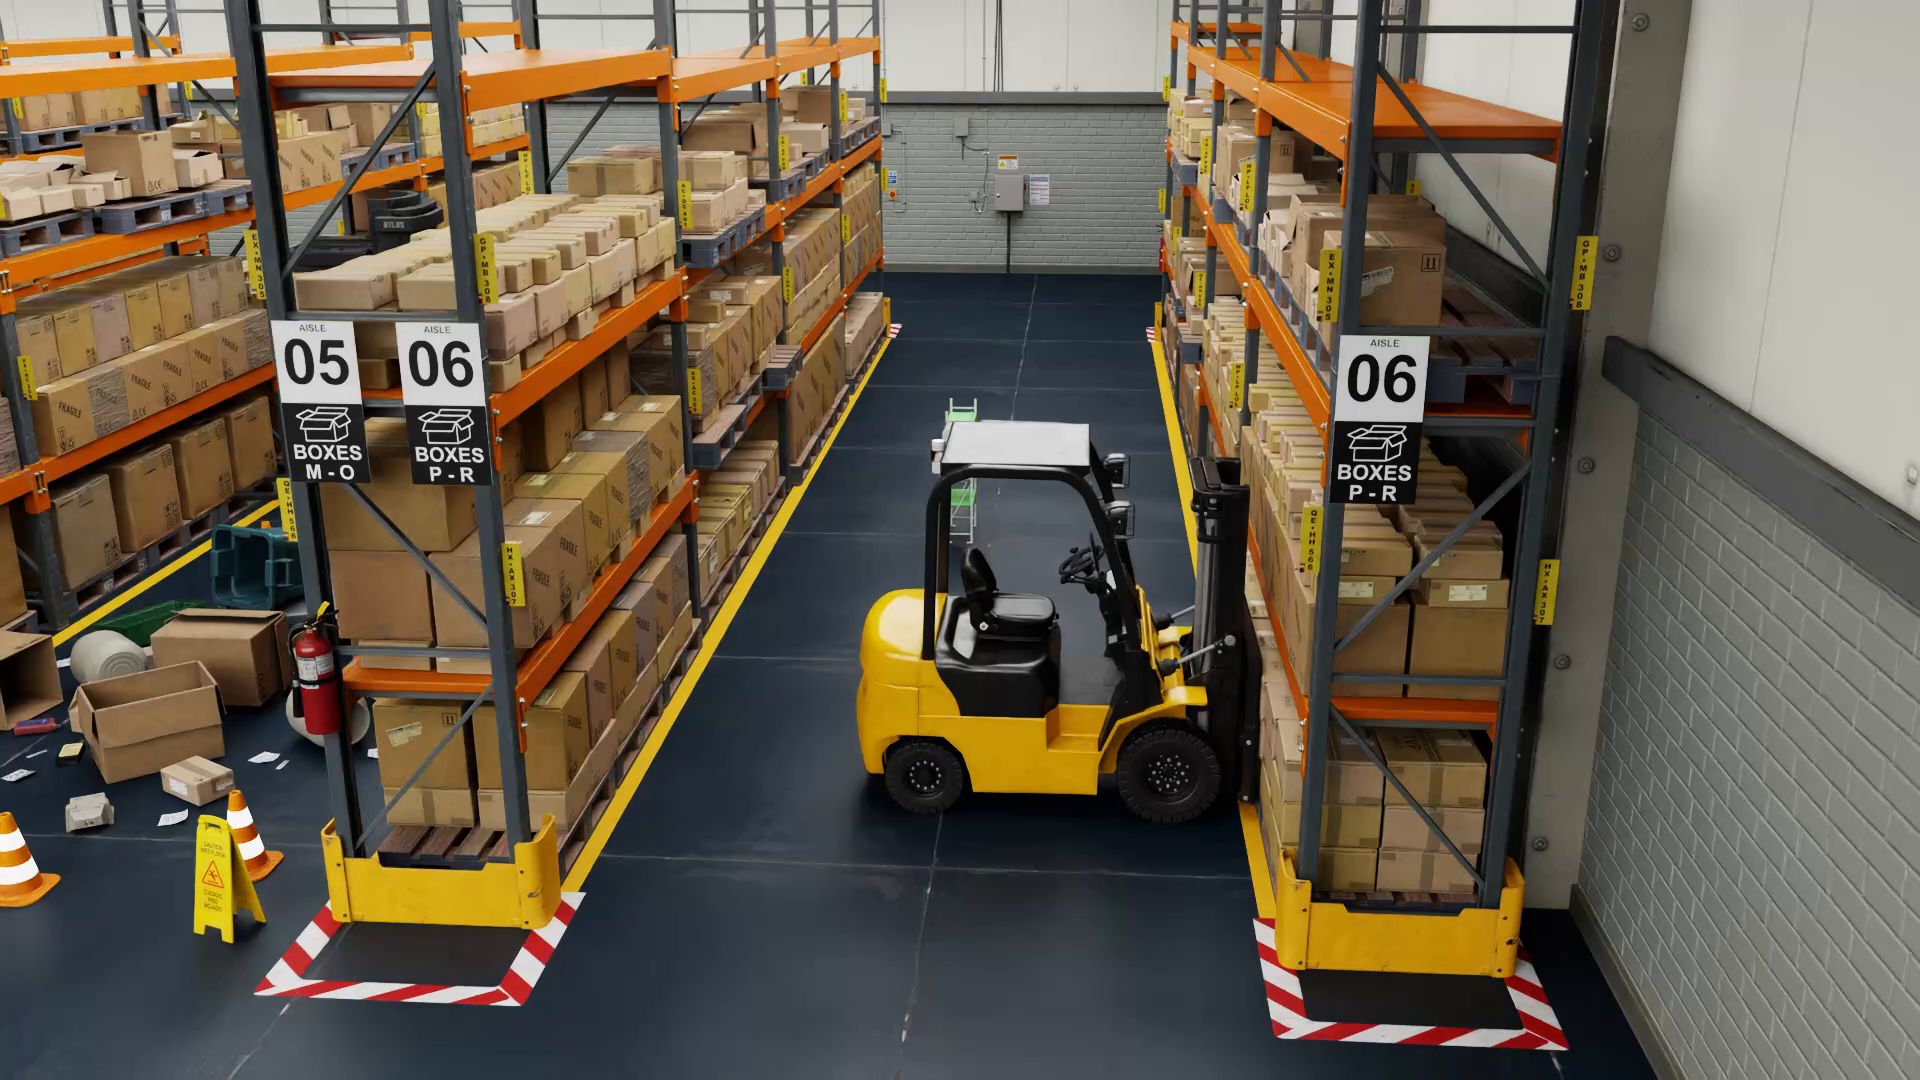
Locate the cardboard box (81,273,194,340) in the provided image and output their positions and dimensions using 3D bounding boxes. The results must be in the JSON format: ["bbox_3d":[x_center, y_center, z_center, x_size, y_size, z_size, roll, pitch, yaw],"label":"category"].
[{"bbox_3d":[-7.229,-2.060,14.626,0.700,0.500,0.500,1,18,3],"label":"cardboard box"}]

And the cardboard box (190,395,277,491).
[{"bbox_3d":[-7.250,-0.936,15.901,1.050,0.750,0.750,1,18,3],"label":"cardboard box"}]

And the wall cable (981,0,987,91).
[{"bbox_3d":[-0.722,-9.005,27.952,2.355,3.000,0.029,1,18,4],"label":"wall cable"}]

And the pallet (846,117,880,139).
[{"bbox_3d":[-1.642,-5.551,22.372,1.003,0.211,1.213,1,18,4],"label":"pallet"}]

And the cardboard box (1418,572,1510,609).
[{"bbox_3d":[2.488,0.225,8.216,0.380,0.149,0.250,1,18,3],"label":"cardboard box"}]

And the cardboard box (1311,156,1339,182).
[{"bbox_3d":[2.982,-3.175,14.383,0.500,0.250,0.500,1,18,4],"label":"cardboard box"}]

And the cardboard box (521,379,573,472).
[{"bbox_3d":[-2.775,-0.726,10.078,0.700,0.500,0.500,1,18,4],"label":"cardboard box"}]

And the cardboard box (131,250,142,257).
[{"bbox_3d":[-11.290,-3.907,22.434,0.380,0.149,0.250,2,18,5],"label":"cardboard box"}]

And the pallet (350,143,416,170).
[{"bbox_3d":[-6.981,-4.382,18.963,1.213,0.211,1.003,1,18,4],"label":"pallet"}]

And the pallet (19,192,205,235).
[{"bbox_3d":[-7.187,-2.780,14.076,1.003,0.211,1.213,2,18,6],"label":"pallet"}]

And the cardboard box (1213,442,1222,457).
[{"bbox_3d":[2.681,-0.479,14.706,0.875,0.625,0.625,2,18,6],"label":"cardboard box"}]

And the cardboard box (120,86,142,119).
[{"bbox_3d":[-11.628,-6.005,22.619,0.700,0.500,0.500,1,18,2],"label":"cardboard box"}]

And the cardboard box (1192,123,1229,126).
[{"bbox_3d":[2.646,-4.334,17.607,0.380,0.149,0.250,2,18,5],"label":"cardboard box"}]

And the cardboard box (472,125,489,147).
[{"bbox_3d":[-6.409,-5.206,21.419,0.500,0.250,0.500,2,18,6],"label":"cardboard box"}]

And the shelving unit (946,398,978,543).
[{"bbox_3d":[0.012,-0.622,14.893,0.258,1.200,0.503,1,18,4],"label":"shelving unit"}]

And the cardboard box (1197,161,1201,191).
[{"bbox_3d":[2.644,-3.635,16.622,0.500,0.250,0.500,1,18,4],"label":"cardboard box"}]

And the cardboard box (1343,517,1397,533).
[{"bbox_3d":[2.007,-0.010,8.456,0.380,0.149,0.250,1,18,4],"label":"cardboard box"}]

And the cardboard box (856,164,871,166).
[{"bbox_3d":[-1.419,-5.034,22.661,0.380,0.149,0.250,2,18,5],"label":"cardboard box"}]

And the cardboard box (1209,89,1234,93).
[{"bbox_3d":[3.599,-5.878,22.186,0.500,0.250,0.500,1,18,2],"label":"cardboard box"}]

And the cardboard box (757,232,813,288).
[{"bbox_3d":[-1.815,-2.899,17.186,0.500,0.500,0.500,2,18,5],"label":"cardboard box"}]

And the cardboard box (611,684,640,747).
[{"bbox_3d":[-2.342,1.106,10.473,0.500,0.250,0.500,3,18,8],"label":"cardboard box"}]

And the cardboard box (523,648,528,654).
[{"bbox_3d":[-2.511,0.511,8.951,0.380,0.149,0.250,2,18,5],"label":"cardboard box"}]

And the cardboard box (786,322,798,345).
[{"bbox_3d":[-1.886,-1.989,16.416,0.500,0.250,0.500,1,18,3],"label":"cardboard box"}]

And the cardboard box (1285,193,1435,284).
[{"bbox_3d":[2.247,-1.681,9.417,0.797,0.503,0.637,2,18,6],"label":"cardboard box"}]

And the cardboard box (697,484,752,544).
[{"bbox_3d":[-2.328,-0.225,14.337,0.950,0.372,0.625,2,18,6],"label":"cardboard box"}]

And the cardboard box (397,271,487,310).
[{"bbox_3d":[-2.517,-1.220,8.134,0.380,0.149,0.250,1,18,4],"label":"cardboard box"}]

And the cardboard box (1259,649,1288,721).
[{"bbox_3d":[1.984,0.847,9.657,0.500,0.250,0.500,2,18,5],"label":"cardboard box"}]

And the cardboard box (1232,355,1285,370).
[{"bbox_3d":[2.333,-1.349,13.019,0.380,0.149,0.250,1,18,3],"label":"cardboard box"}]

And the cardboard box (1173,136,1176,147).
[{"bbox_3d":[2.891,-5.027,21.034,0.380,0.149,0.250,1,18,4],"label":"cardboard box"}]

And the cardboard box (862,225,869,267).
[{"bbox_3d":[-1.472,-3.814,21.585,0.500,0.500,0.500,2,18,6],"label":"cardboard box"}]

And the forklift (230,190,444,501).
[{"bbox_3d":[-5.570,-1.711,15.438,3.031,2.935,1.130,-1,18,-2],"label":"forklift"}]

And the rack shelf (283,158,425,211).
[{"bbox_3d":[-6.974,-3.698,17.728,1.077,0.370,4.000,1,18,4],"label":"rack shelf"}]

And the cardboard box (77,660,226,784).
[{"bbox_3d":[-5.145,1.155,10.589,0.797,0.503,0.637,-13,22,-34],"label":"cardboard box"}]

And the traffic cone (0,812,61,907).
[{"bbox_3d":[-5.133,1.695,9.007,0.336,0.463,0.334,1,18,4],"label":"traffic cone"}]

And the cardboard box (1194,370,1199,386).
[{"bbox_3d":[2.685,-1.694,17.575,0.380,0.149,0.250,0,18,1],"label":"cardboard box"}]

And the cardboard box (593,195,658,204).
[{"bbox_3d":[-2.264,-2.253,11.287,0.380,0.149,0.250,2,18,5],"label":"cardboard box"}]

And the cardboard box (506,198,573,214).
[{"bbox_3d":[-2.797,-2.184,11.078,0.380,0.149,0.250,2,18,6],"label":"cardboard box"}]

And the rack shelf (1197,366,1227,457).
[{"bbox_3d":[2.635,-0.841,13.828,1.077,0.370,4.000,1,18,4],"label":"rack shelf"}]

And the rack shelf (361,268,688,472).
[{"bbox_3d":[-2.603,-1.134,9.904,1.077,0.370,4.000,1,18,4],"label":"rack shelf"}]

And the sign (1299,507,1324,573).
[{"bbox_3d":[1.665,0.001,7.862,0.100,0.325,0.005,1,18,4],"label":"sign"}]

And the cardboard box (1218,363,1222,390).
[{"bbox_3d":[2.399,-1.361,13.698,0.500,0.250,0.500,2,18,5],"label":"cardboard box"}]

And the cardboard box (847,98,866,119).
[{"bbox_3d":[-1.541,-5.858,22.572,0.500,0.250,0.500,0,18,-1],"label":"cardboard box"}]

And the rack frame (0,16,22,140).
[{"bbox_3d":[-11.770,-6.228,19.478,1.000,3.000,0.127,1,18,4],"label":"rack frame"}]

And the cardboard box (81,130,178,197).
[{"bbox_3d":[-6.962,-3.167,13.957,0.500,0.500,0.500,1,18,4],"label":"cardboard box"}]

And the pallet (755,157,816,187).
[{"bbox_3d":[-2.102,-3.798,17.183,1.003,0.211,1.213,2,18,6],"label":"pallet"}]

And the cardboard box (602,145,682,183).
[{"bbox_3d":[-2.494,-2.963,13.095,0.500,0.250,0.500,2,18,5],"label":"cardboard box"}]

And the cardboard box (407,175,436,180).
[{"bbox_3d":[-6.984,-4.371,21.200,0.500,0.500,0.500,2,18,5],"label":"cardboard box"}]

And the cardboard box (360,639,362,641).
[{"bbox_3d":[-3.025,0.488,9.019,0.380,0.149,0.250,1,18,3],"label":"cardboard box"}]

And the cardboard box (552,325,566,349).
[{"bbox_3d":[-2.407,-1.156,9.220,0.380,0.149,0.250,1,18,2],"label":"cardboard box"}]

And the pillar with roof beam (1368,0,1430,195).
[{"bbox_3d":[-0.710,-4.326,13.674,9.100,9.000,0.400,1,18,4],"label":"pillar with roof beam"}]

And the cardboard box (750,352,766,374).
[{"bbox_3d":[-1.913,-1.559,14.592,0.380,0.149,0.250,2,18,5],"label":"cardboard box"}]

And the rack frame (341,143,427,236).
[{"bbox_3d":[-6.830,-3.235,19.979,1.000,3.000,0.127,1,18,4],"label":"rack frame"}]

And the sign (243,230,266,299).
[{"bbox_3d":[-3.298,-1.294,7.815,0.100,0.325,0.005,1,18,4],"label":"sign"}]

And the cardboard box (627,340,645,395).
[{"bbox_3d":[-2.655,-1.208,12.481,0.500,0.500,0.500,1,18,3],"label":"cardboard box"}]

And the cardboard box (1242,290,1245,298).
[{"bbox_3d":[2.972,-2.208,16.008,0.500,0.500,0.500,2,18,7],"label":"cardboard box"}]

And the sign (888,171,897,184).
[{"bbox_3d":[-1.262,-6.299,28.894,0.327,0.218,0.001,1,18,4],"label":"sign"}]

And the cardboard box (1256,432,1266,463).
[{"bbox_3d":[2.107,-0.587,10.696,0.380,0.149,0.250,2,18,5],"label":"cardboard box"}]

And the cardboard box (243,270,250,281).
[{"bbox_3d":[-7.500,-2.677,17.051,0.380,0.149,0.250,2,18,6],"label":"cardboard box"}]

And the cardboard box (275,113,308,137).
[{"bbox_3d":[-6.797,-4.189,16.684,0.396,0.266,0.258,1,18,4],"label":"cardboard box"}]

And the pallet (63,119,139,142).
[{"bbox_3d":[-11.611,-5.392,21.887,1.003,0.211,1.213,1,18,4],"label":"pallet"}]
